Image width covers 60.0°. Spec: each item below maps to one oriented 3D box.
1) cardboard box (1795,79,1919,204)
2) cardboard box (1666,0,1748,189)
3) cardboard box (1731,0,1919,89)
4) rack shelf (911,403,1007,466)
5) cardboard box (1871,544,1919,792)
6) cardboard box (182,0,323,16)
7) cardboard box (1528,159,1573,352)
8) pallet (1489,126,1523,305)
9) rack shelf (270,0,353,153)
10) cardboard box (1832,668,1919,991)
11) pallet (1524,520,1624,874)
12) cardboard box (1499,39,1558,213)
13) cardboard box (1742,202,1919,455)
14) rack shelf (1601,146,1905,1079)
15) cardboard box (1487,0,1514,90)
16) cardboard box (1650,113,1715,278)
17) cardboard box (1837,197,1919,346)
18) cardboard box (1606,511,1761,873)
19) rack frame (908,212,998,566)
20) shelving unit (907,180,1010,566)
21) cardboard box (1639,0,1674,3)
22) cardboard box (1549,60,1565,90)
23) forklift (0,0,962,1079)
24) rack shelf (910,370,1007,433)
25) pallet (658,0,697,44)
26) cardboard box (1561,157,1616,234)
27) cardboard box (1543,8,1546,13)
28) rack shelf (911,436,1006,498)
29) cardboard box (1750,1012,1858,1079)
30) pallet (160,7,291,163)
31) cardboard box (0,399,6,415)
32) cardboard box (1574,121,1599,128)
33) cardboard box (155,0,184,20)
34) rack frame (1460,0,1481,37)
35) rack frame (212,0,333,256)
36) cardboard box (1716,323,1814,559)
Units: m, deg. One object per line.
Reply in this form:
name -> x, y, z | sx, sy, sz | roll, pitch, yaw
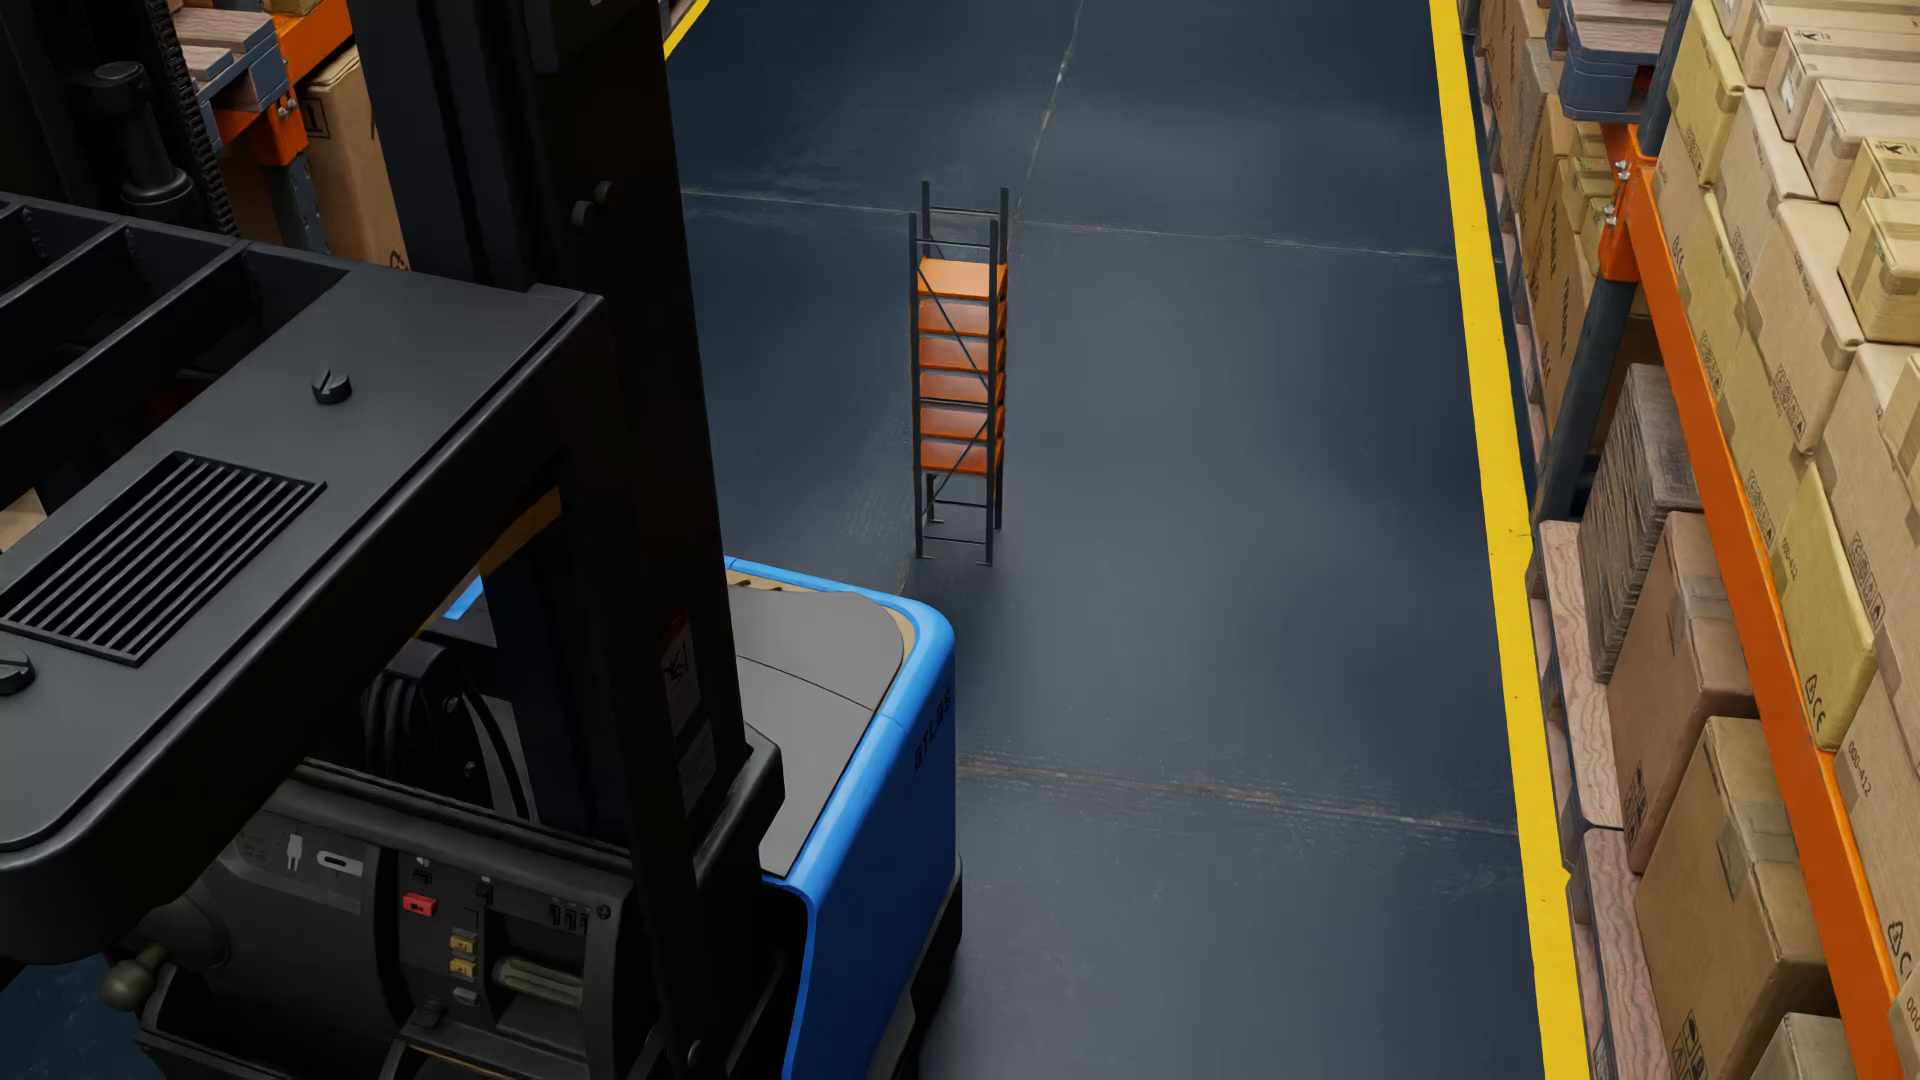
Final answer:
cardboard box -> 1.868, -0.763, 3.231 | 0.380, 0.149, 0.250 | 7, 40, 8
cardboard box -> 1.968, -1.025, 3.861 | 0.500, 0.250, 0.500 | 6, 40, 8
cardboard box -> 1.920, -1.092, 3.629 | 0.380, 0.149, 0.250 | 7, 40, 9
rack shelf -> -0.003, -0.327, 4.961 | 0.258, 0.103, 0.180 | 6, 40, 8
cardboard box -> 1.627, 0.257, 2.311 | 0.500, 0.250, 0.500 | 7, 40, 9
cardboard box -> -2.247, -1.905, 5.318 | 0.500, 0.250, 0.500 | 6, 40, 7
cardboard box -> 2.268, -0.939, 5.664 | 0.500, 0.500, 0.500 | 6, 40, 7
pallet -> 2.690, -1.292, 6.647 | 1.003, 0.211, 1.213 | 6, 40, 8
rack shelf -> -2.233, -2.662, 6.680 | 1.077, 0.370, 4.000 | 6, 40, 8
cardboard box -> 1.645, 0.460, 2.457 | 0.500, 0.250, 0.500 | 7, 40, 8
pallet -> 2.129, 0.448, 4.542 | 1.003, 0.211, 1.213 | 6, 40, 8
cardboard box -> 2.428, -1.596, 6.458 | 0.500, 0.500, 0.500 | 5, 40, 6
cardboard box -> 1.796, -0.382, 3.083 | 0.500, 0.250, 0.500 | 5, 40, 7
rack shelf -> 1.964, 0.394, 2.984 | 1.077, 0.370, 4.000 | 6, 40, 8
cardboard box -> 2.614, -2.234, 7.230 | 0.500, 0.500, 0.500 | 6, 40, 7
cardboard box -> 1.993, -0.829, 4.017 | 0.500, 0.250, 0.500 | 7, 40, 8
cardboard box -> 1.752, -0.449, 2.851 | 0.380, 0.149, 0.250 | 7, 40, 9
cardboard box -> 2.083, 0.415, 3.927 | 0.875, 0.625, 0.625 | 8, 40, 9
rack frame -> -0.018, -0.396, 4.787 | 0.240, 1.200, 0.006 | 6, 40, 8
shelving unit -> -0.003, -0.453, 4.857 | 0.258, 1.200, 0.189 | 6, 40, 8
cardboard box -> 2.046, -1.658, 4.769 | 0.380, 0.149, 0.250 | 7, 40, 8
cardboard box -> 2.403, -1.754, 6.141 | 0.380, 0.149, 0.250 | 5, 40, 6
forklift -> -0.961, 0.621, 2.198 | 1.130, 2.935, 3.031 | 13, 41, 15
rack shelf -> -0.003, -0.419, 4.885 | 0.258, 0.103, 0.180 | 6, 40, 8
pallet -> -1.947, -2.627, 8.262 | 1.003, 0.211, 1.213 | 6, 40, 8
cardboard box -> 2.163, -1.100, 5.349 | 0.380, 0.149, 0.250 | 4, 40, 5
cardboard box -> 2.559, -2.231, 6.717 | 0.380, 0.149, 0.250 | 6, 40, 8
rack shelf -> -0.003, -0.234, 5.038 | 0.258, 0.103, 0.180 | 6, 40, 8
cardboard box -> 1.839, 1.310, 2.845 | 0.875, 0.625, 0.625 | 6, 40, 7
pallet -> -2.598, -1.151, 4.438 | 1.213, 0.211, 1.003 | 6, 40, 8
cardboard box -> -2.687, -0.479, 5.208 | 0.950, 0.372, 0.625 | 4, 40, 5
cardboard box -> 2.342, -1.421, 5.738 | 0.380, 0.149, 0.250 | 8, 40, 9
cardboard box -> -2.404, -1.517, 4.598 | 0.380, 0.149, 0.250 | 8, 40, 9
rack frame -> 3.002, -3.649, 7.310 | 1.000, 3.000, 0.127 | 6, 40, 8
rack frame -> -2.579, -1.684, 4.932 | 1.000, 3.000, 0.127 | 6, 40, 8
cardboard box -> 1.818, -0.190, 3.244 | 0.500, 0.250, 0.500 | 5, 40, 6
